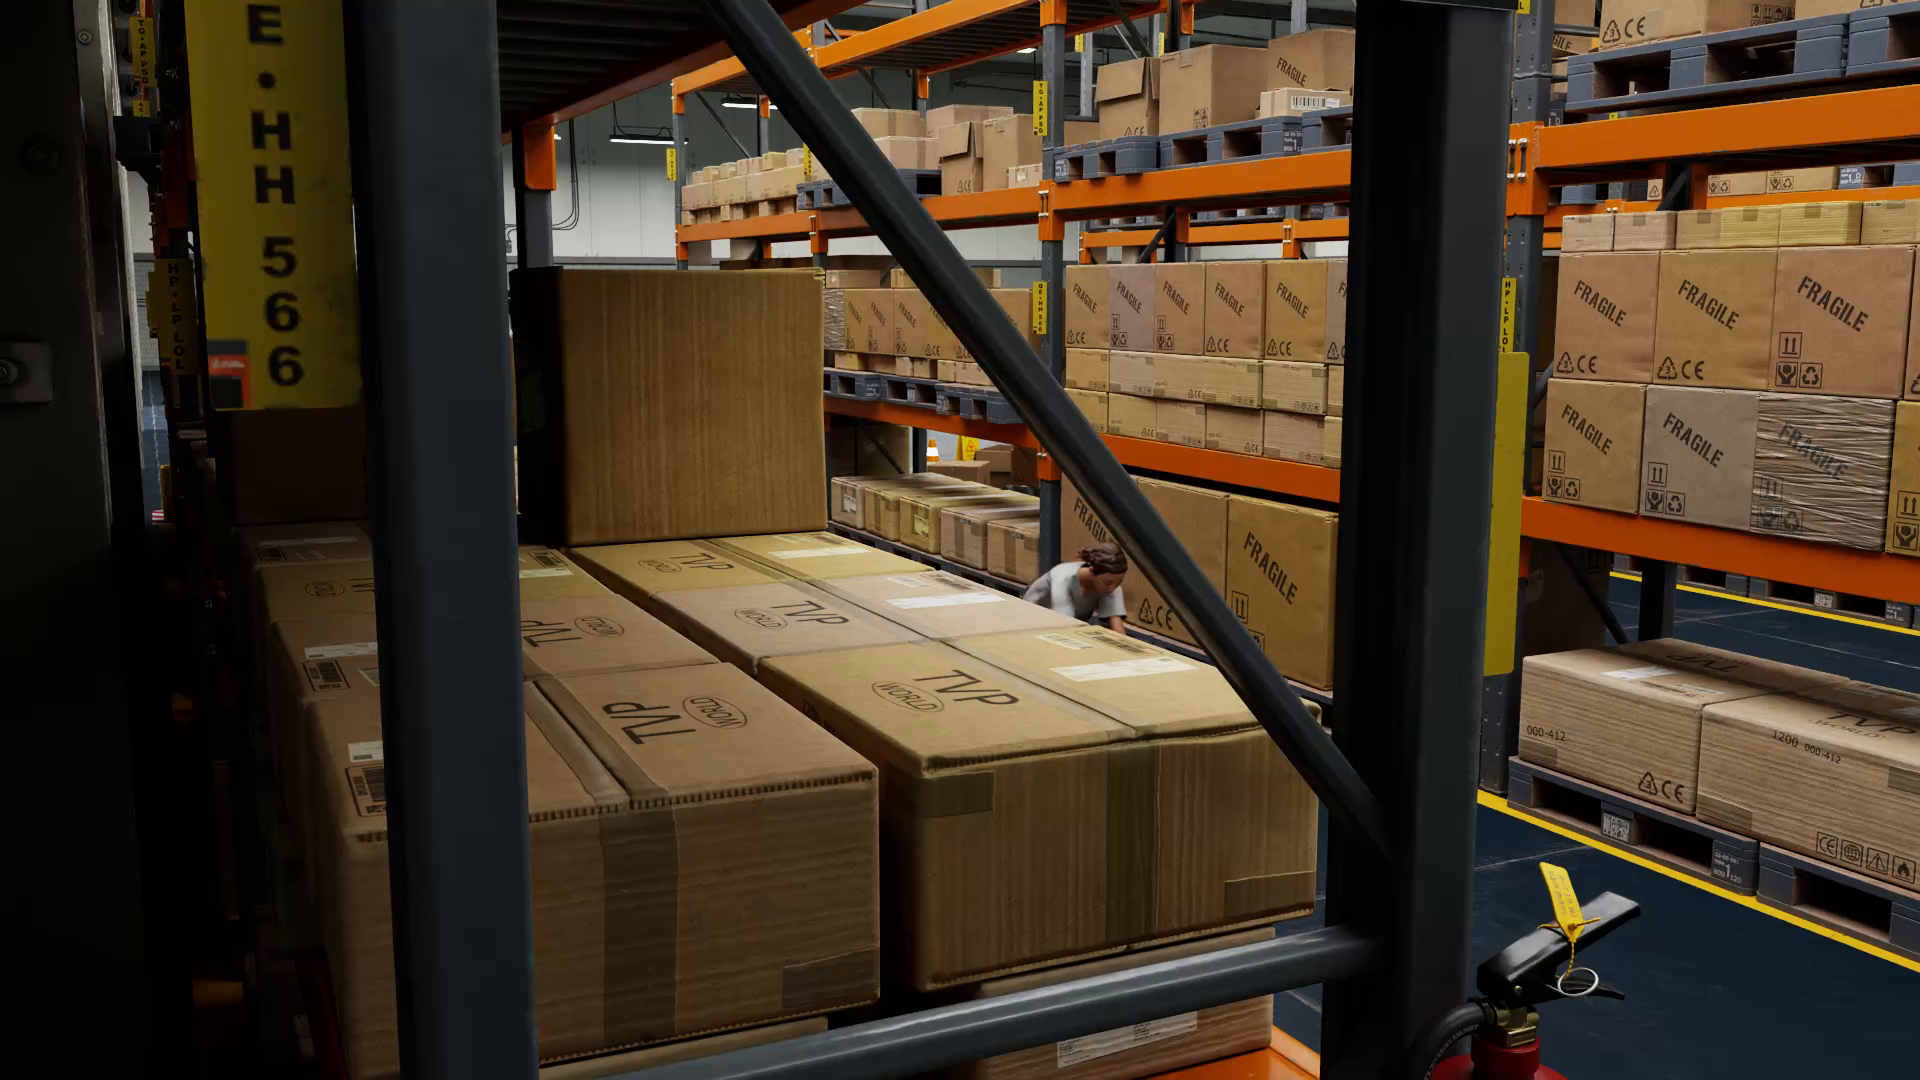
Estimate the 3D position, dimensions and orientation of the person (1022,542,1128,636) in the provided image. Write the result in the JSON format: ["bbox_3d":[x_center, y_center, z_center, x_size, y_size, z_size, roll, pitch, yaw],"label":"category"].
[{"bbox_3d":[0.578,0.450,8.322,0.455,0.953,0.810,-4,10,-27],"label":"person"}]
